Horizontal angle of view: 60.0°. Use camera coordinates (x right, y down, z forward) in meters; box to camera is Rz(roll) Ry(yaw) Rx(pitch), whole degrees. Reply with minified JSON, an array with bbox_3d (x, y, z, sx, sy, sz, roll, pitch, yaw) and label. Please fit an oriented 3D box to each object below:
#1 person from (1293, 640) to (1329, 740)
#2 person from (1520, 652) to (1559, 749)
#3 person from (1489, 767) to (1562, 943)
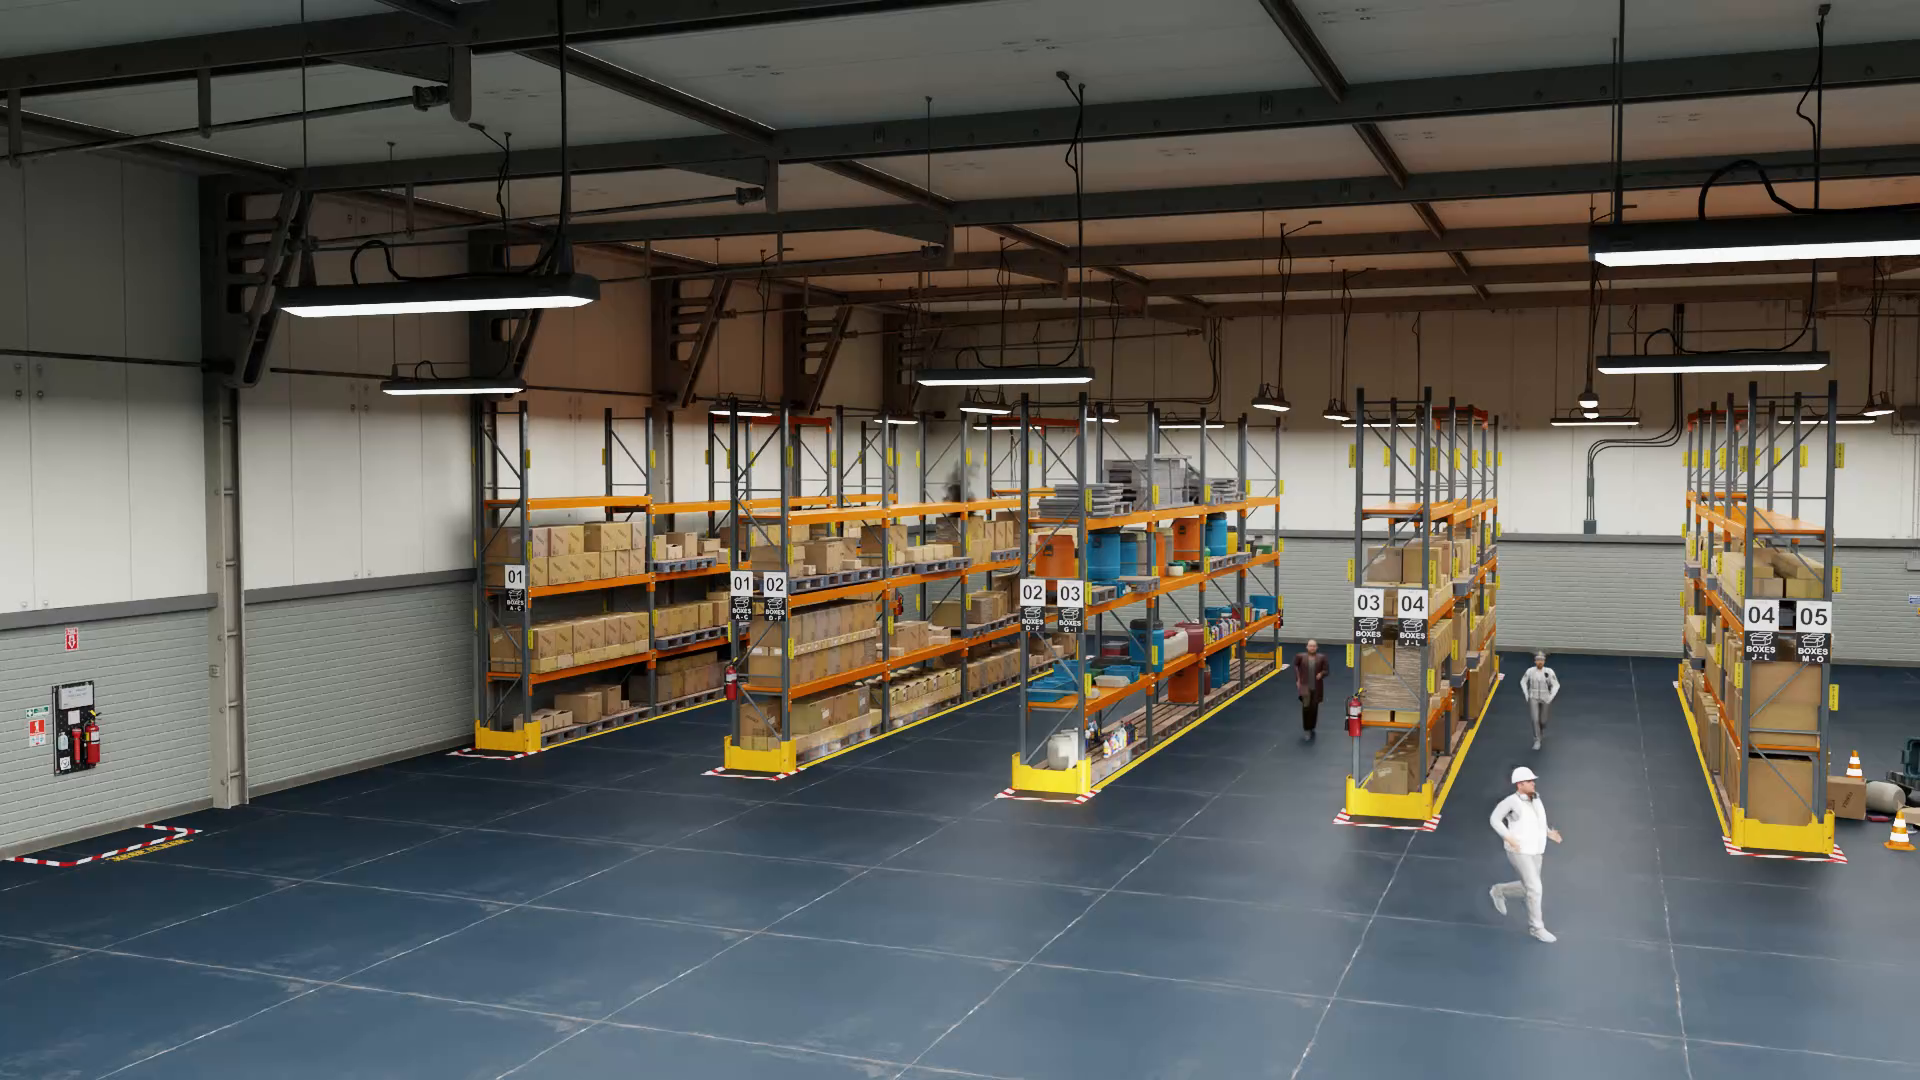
[{"bbox_3d":[6.298,2.684,29.807,0.613,1.815,0.903,0,3,5],"label":"person"},{"bbox_3d":[10.104,2.773,28.993,0.646,1.679,0.710,1,3,18],"label":"person"},{"bbox_3d":[5.928,3.278,17.550,0.662,1.772,0.880,-2,3,-35],"label":"person"}]
